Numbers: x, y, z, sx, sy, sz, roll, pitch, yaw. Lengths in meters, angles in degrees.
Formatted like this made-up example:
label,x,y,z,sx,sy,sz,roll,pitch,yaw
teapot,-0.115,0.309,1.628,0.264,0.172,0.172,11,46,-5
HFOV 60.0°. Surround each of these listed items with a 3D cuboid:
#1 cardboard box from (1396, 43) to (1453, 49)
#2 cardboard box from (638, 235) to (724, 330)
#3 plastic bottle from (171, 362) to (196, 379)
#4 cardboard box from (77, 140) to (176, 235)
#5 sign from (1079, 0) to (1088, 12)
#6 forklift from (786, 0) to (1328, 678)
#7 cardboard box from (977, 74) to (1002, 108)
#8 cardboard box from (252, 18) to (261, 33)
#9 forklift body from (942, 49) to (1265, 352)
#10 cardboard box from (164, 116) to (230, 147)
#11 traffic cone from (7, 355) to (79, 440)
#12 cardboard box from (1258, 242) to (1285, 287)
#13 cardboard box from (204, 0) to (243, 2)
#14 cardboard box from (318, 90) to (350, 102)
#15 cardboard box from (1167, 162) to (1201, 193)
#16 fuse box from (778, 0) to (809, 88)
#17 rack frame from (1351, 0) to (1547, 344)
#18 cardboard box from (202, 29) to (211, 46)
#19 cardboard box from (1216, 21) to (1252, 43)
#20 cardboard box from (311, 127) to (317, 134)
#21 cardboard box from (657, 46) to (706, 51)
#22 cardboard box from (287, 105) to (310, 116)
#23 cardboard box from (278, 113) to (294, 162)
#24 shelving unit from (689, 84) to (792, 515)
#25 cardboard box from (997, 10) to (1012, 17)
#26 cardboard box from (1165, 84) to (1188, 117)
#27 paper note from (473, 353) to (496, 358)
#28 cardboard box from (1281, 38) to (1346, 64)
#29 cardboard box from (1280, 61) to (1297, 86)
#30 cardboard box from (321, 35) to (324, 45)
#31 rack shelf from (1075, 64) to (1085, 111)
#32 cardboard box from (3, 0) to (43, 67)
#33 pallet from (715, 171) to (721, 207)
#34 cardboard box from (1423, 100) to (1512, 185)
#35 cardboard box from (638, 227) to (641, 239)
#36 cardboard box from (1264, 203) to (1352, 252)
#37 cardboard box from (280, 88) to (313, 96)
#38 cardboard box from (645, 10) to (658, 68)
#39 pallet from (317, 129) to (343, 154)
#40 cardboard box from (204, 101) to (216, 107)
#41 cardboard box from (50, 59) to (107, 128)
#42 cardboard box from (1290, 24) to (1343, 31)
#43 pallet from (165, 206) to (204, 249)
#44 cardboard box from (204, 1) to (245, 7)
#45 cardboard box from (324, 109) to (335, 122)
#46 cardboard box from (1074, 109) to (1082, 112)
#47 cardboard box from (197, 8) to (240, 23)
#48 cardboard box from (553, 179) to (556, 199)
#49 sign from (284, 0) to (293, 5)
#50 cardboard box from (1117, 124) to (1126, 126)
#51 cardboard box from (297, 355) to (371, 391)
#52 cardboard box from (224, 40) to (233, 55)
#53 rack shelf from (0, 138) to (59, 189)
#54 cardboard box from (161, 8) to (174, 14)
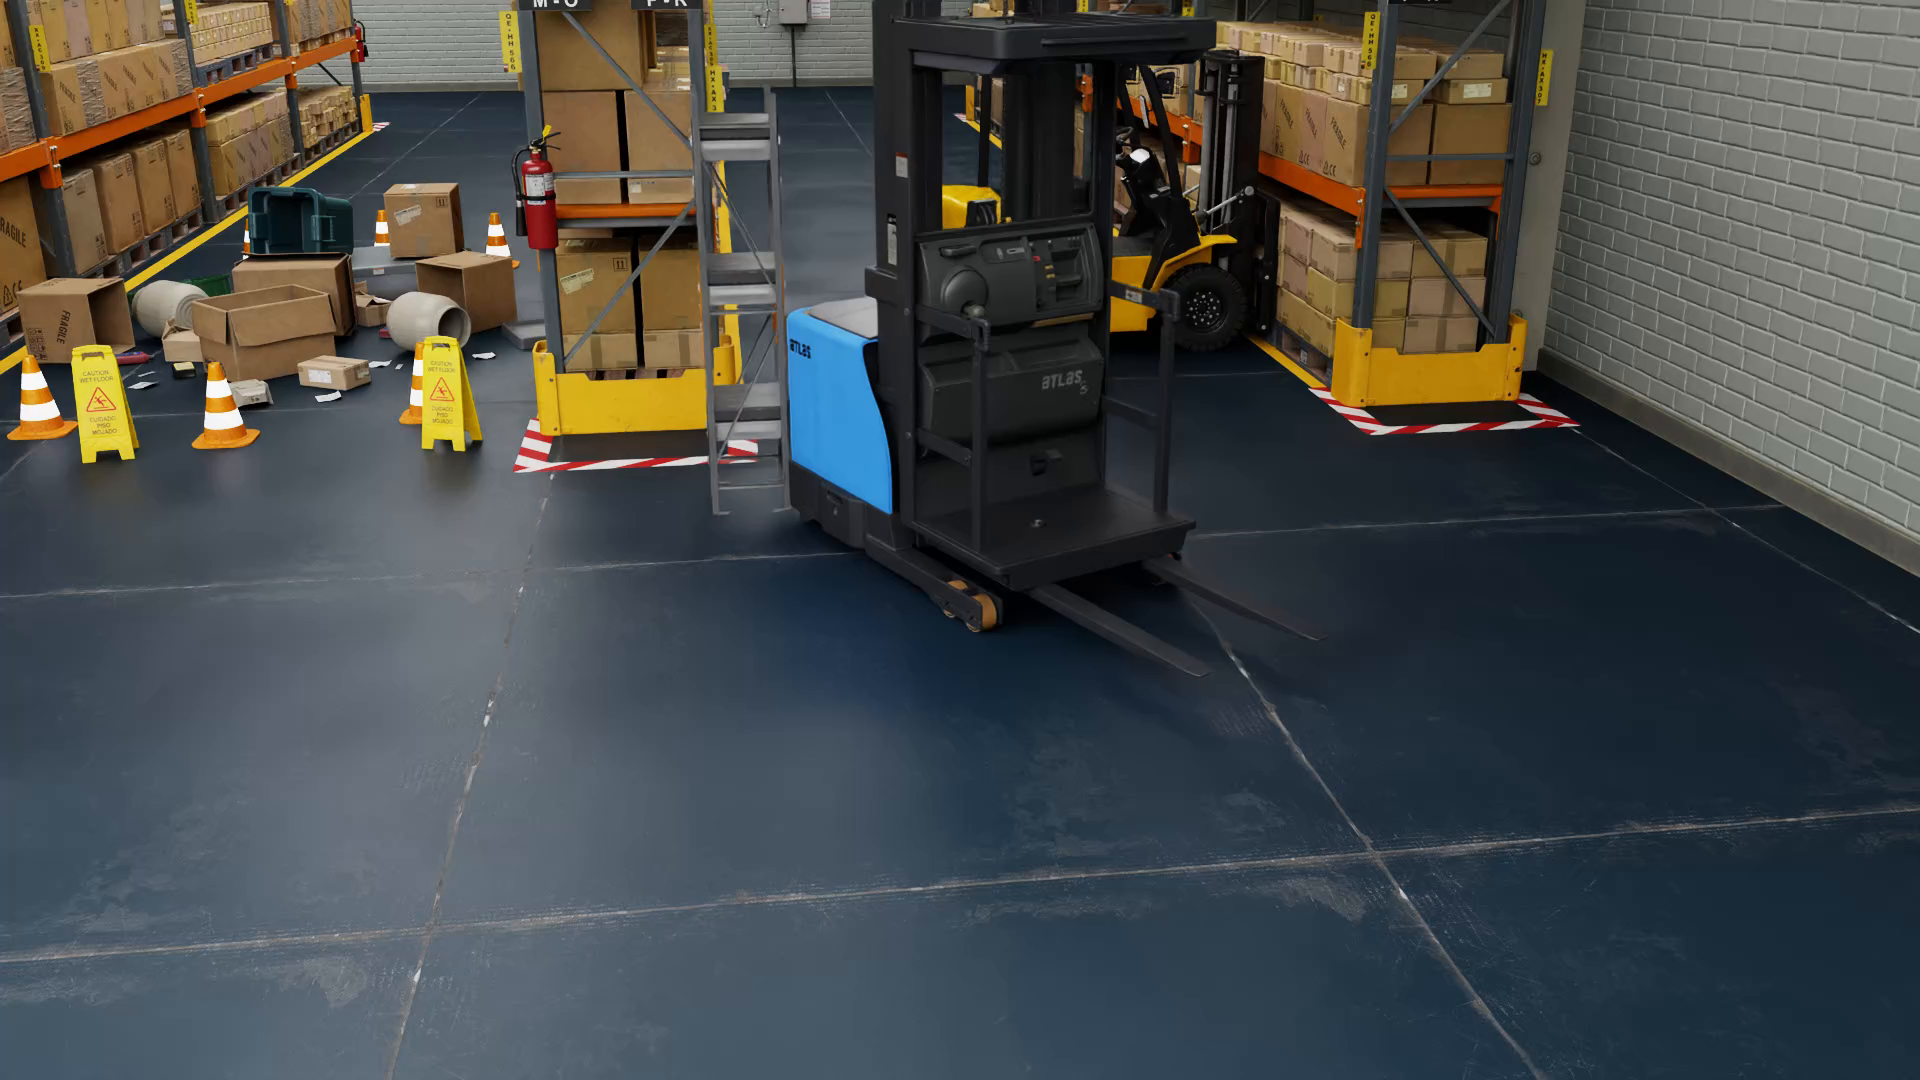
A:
label,x,y,z,sx,sy,sz,roll,pitch,yaw
cardboard box,3.066,-3.222,11.060,0.380,0.149,0.250,-3,21,-7
cardboard box,-1.778,-1.645,10.591,0.500,0.500,0.500,-4,21,-10
plastic bottle,-5.237,-1.151,11.212,0.133,0.061,0.283,-11,23,-26
cardboard box,-7.840,-3.194,15.095,1.050,0.750,0.750,-3,21,-7
sign,1.292,-5.580,17.327,0.100,0.325,0.005,-3,21,-8
forklift,0.352,-1.162,7.139,1.130,2.935,3.031,-13,24,-31
cardboard box,0.668,-6.686,24.797,0.797,0.503,0.637,-4,21,-10
cardboard box,-8.220,-5.867,18.972,0.380,0.149,0.250,-2,21,-5
forklift body,0.902,-2.502,11.842,2.313,2.155,1.214,-3,21,-8
cardboard box,-7.828,-4.197,17.066,0.500,0.250,0.500,-4,21,-10
traffic cone,-5.486,-0.866,9.874,0.336,0.463,0.334,-3,21,-8
cardboard box,2.444,-1.983,11.853,0.500,0.250,0.500,-3,21,-9
cardboard box,-8.880,-6.757,20.025,0.500,0.500,0.500,-4,21,-10
cardboard box,-8.652,-6.135,22.979,0.380,0.149,0.250,-3,21,-9
cardboard box,2.318,-2.985,14.714,0.875,0.625,0.625,-2,21,-5
fuse box,-2.973,-9.026,29.938,0.539,1.711,0.414,-3,21,-8
rack frame,2.980,-2.335,10.182,1.000,3.000,0.127,-3,21,-8
cardboard box,-7.922,-5.151,17.054,0.380,0.149,0.250,-4,21,-9
cardboard box,2.156,-4.085,13.371,0.380,0.149,0.250,-2,21,-7
cardboard box,-8.491,-5.218,21.375,0.380,0.149,0.250,-3,21,-9
cardboard box,-2.197,-3.513,12.768,0.500,0.500,0.500,-3,21,-9
cardboard box,-8.455,-5.407,21.030,0.380,0.149,0.250,-3,21,-9
cardboard box,-8.188,-4.736,19.582,0.500,0.500,0.500,-3,21,-9
shelving unit,-1.112,-1.209,8.453,0.431,2.100,0.503,-3,21,-8
cardboard box,0.790,-7.069,22.646,0.500,0.250,0.500,-3,21,-8
cardboard box,2.072,-3.811,14.348,0.500,0.250,0.500,-2,21,-7
paper note,-3.329,-1.297,11.645,0.142,0.019,0.148,-11,23,-26
cardboard box,2.437,-3.376,11.472,0.380,0.149,0.250,-3,21,-7
cardboard box,2.444,-3.235,11.520,0.380,0.149,0.250,-3,21,-7
cardboard box,-8.696,-6.672,22.152,0.380,0.149,0.250,-4,21,-10
rack shelf,1.539,-5.461,19.578,1.077,0.370,4.000,-3,21,-8
cardboard box,-7.469,-3.871,12.721,0.700,0.500,0.500,-3,21,-9
pallet,-3.123,-3.824,18.153,1.003,0.211,1.213,-3,21,-8
cardboard box,3.184,-2.568,10.661,0.500,0.500,0.500,-2,21,-6
cardboard box,-2.449,-1.963,11.444,0.500,0.500,0.500,-3,21,-9
cardboard box,2.443,-2.207,11.738,0.500,0.250,0.500,-3,21,-7
cardboard box,-9.223,-6.191,23.128,0.380,0.149,0.250,-3,21,-7
cardboard box,-2.396,-3.431,11.118,0.700,0.500,0.500,-3,21,-8
pallet,-8.855,-5.302,22.109,1.003,0.211,1.213,-3,21,-8
cardboard box,-8.551,-4.701,18.415,0.500,0.250,0.500,-2,21,-6
cardboard box,-7.274,-3.601,13.428,0.500,0.500,0.500,-3,21,-7
cardboard box,2.795,-3.935,12.970,0.380,0.149,0.250,-3,21,-8
pallet,-7.929,-2.986,15.909,1.003,0.211,1.213,-3,21,-8
cardboard box,-8.894,-6.293,20.211,0.500,0.500,0.500,-3,21,-8
cardboard box,-8.513,-5.629,22.049,0.380,0.149,0.250,-3,21,-7
cardboard box,1.441,-4.779,18.771,0.380,0.149,0.250,-4,21,-10
cardboard box,-8.106,-5.731,18.182,0.380,0.149,0.250,-4,21,-10
cardboard box,-2.343,-2.167,10.089,0.380,0.149,0.250,-3,21,-8
sign,-7.996,-6.525,19.746,0.100,0.325,0.005,-3,21,-8
cardboard box,1.993,-4.462,18.848,0.500,0.500,0.500,-3,21,-8
cardboard box,-4.119,-1.100,10.948,0.380,0.149,0.250,8,22,20
cardboard box,-8.026,-5.272,17.803,0.380,0.149,0.250,-3,21,-7
rack shelf,-7.103,-2.154,10.726,1.077,0.370,4.000,-3,21,-8
cardboard box,-8.755,-5.704,18.110,0.380,0.149,0.250,-2,21,-6
